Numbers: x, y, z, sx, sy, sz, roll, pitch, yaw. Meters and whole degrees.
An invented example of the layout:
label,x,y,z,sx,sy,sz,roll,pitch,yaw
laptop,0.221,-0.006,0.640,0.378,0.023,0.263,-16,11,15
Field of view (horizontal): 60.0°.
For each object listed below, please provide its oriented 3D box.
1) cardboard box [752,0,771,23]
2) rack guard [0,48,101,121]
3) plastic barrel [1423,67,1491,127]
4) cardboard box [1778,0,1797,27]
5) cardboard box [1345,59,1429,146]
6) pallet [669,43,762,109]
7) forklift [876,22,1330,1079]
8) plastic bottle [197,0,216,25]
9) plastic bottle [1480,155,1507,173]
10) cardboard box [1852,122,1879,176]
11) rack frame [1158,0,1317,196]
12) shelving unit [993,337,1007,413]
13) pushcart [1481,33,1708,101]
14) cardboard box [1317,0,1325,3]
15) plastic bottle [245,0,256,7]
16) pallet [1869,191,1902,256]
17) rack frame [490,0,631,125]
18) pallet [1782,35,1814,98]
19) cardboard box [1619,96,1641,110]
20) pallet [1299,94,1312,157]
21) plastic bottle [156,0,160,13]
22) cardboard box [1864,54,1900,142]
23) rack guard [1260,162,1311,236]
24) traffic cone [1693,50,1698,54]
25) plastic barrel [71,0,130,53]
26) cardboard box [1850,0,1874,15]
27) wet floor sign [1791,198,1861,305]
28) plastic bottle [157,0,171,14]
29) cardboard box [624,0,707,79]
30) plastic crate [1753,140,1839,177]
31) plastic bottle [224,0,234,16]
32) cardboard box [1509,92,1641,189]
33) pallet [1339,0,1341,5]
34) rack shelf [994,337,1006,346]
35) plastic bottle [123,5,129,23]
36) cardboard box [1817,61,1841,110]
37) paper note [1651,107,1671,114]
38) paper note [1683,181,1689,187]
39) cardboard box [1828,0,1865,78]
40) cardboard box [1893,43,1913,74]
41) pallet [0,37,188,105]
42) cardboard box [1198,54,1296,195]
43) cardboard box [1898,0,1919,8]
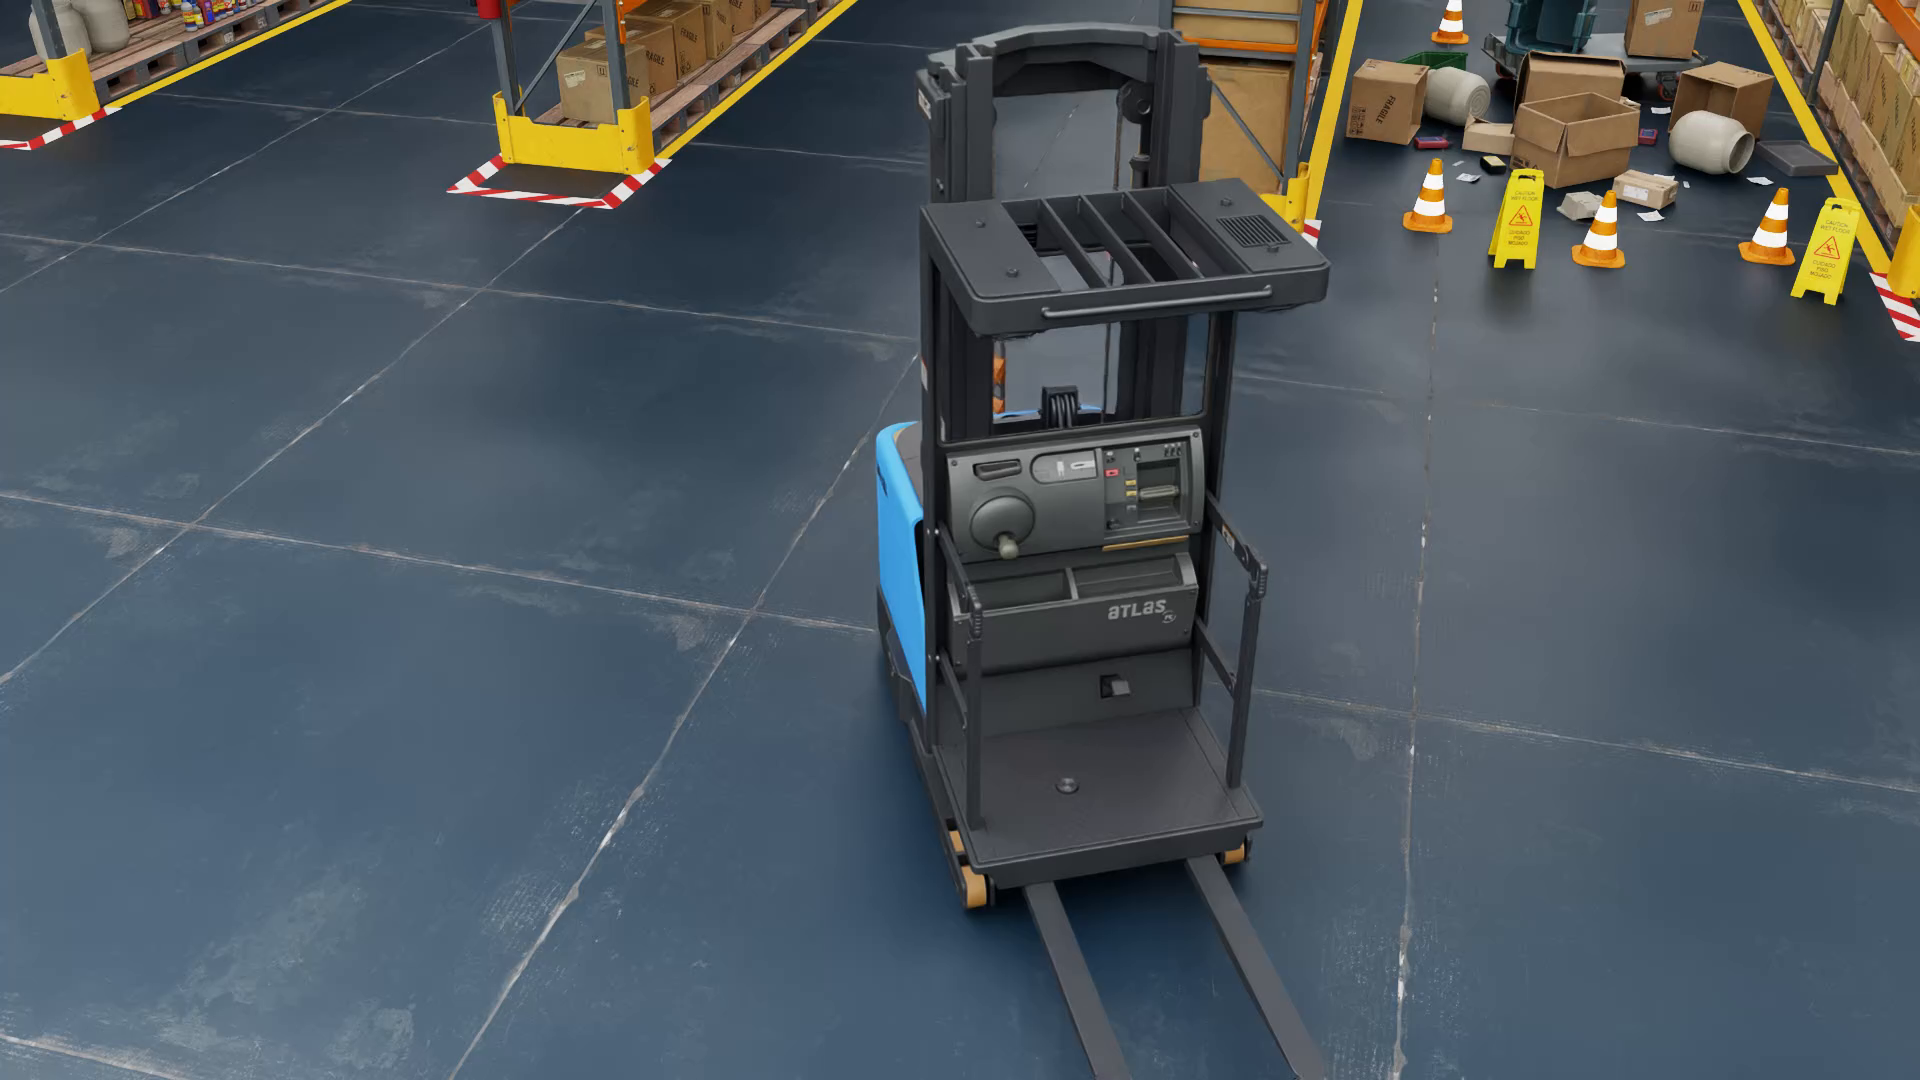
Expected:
label,x,y,z,sx,sy,sz,roll,pitch,yaw
cardboard box,-2.093,-5.151,15.495,0.500,0.500,0.500,7,33,11
rack guard,-7.785,-3.821,13.794,1.175,0.500,0.348,8,33,12
plastic barrel,4.015,-3.618,13.547,0.421,0.421,0.512,-21,38,-29
cardboard box,8.117,-4.957,15.310,0.950,0.372,0.625,9,34,14
cardboard box,3.418,-3.504,13.294,0.500,0.500,0.500,14,35,21
pallet,-2.397,-4.066,14.449,1.003,0.211,1.213,8,33,12
forklift,0.467,-0.108,5.688,1.130,2.935,3.031,-7,33,-11
plastic bottle,-6.922,-4.882,15.256,0.061,0.283,0.133,9,33,13
plastic bottle,4.070,-2.886,12.732,0.133,0.061,0.283,-3,33,-4
cardboard box,6.829,-2.819,12.060,0.500,0.250,0.500,7,33,11
rack frame,1.804,-3.428,10.846,1.000,3.000,0.127,8,33,12
shelving unit,0.042,-0.592,8.063,0.258,1.200,0.503,8,33,12
pushcart,5.414,-4.060,14.284,1.648,0.377,0.936,-3,33,-4
cardboard box,2.236,-4.251,12.002,0.875,0.550,0.550,8,33,12
plastic bottle,-6.804,-5.217,15.789,0.152,0.276,0.135,9,33,13
pallet,6.877,-2.085,11.334,1.003,0.211,1.213,8,33,12
rack frame,-2.968,-4.155,11.990,1.000,3.000,0.127,8,33,12
pallet,7.829,-4.109,14.517,1.003,0.211,1.213,8,33,12
cardboard box,5.350,-3.597,13.661,0.258,0.266,0.396,-14,35,-21
pallet,2.243,-3.307,13.256,1.003,0.211,1.213,8,33,12
plastic bottle,-7.591,-5.078,15.570,0.152,0.276,0.135,7,33,11
cardboard box,6.832,-3.123,11.839,0.500,0.500,0.500,7,33,11
rack guard,1.798,-2.360,11.497,1.175,0.500,0.348,8,33,12
traffic cone,6.593,-4.645,15.126,0.336,0.463,0.334,8,33,12
plastic barrel,-7.539,-4.569,14.569,0.421,0.512,0.421,0,32,0
cardboard box,7.132,-4.163,12.870,0.380,0.149,0.250,8,33,13
wet floor sign,5.534,-1.860,10.574,0.267,0.644,0.232,20,38,29
plastic bottle,-7.466,-5.039,15.578,0.097,0.201,0.097,0,32,0
cardboard box,-2.498,-4.237,14.057,0.500,0.500,0.500,11,34,17
plastic crate,6.441,-2.947,12.810,0.402,0.080,0.583,-3,33,-4
plastic bottle,-6.860,-5.014,15.539,0.097,0.201,0.097,0,32,0
cardboard box,4.614,-3.009,12.514,0.797,0.503,0.637,-14,35,-21
pallet,3.249,-5.372,16.504,1.003,0.211,1.213,8,33,12
rack shelf,0.042,-0.924,7.852,0.258,0.148,0.480,8,33,12
plastic bottle,-7.717,-4.847,15.277,0.097,0.201,0.097,0,32,0
cardboard box,7.222,-3.629,13.334,0.500,0.250,0.500,7,33,10
paper note,5.848,-3.586,13.862,0.148,0.019,0.142,8,33,12
paper note,5.424,-2.655,12.417,0.032,0.001,0.123,8,33,12
cardboard box,7.222,-3.946,13.133,0.500,0.500,0.500,10,34,15
cardboard box,6.732,-3.331,11.561,0.380,0.149,0.250,9,34,14
pallet,-7.574,-4.120,14.533,1.003,0.211,1.213,8,33,12
cardboard box,1.912,-3.069,11.871,0.875,0.875,0.875,8,33,13
cardboard box,6.872,-3.859,11.758,0.380,0.149,0.250,8,33,12
